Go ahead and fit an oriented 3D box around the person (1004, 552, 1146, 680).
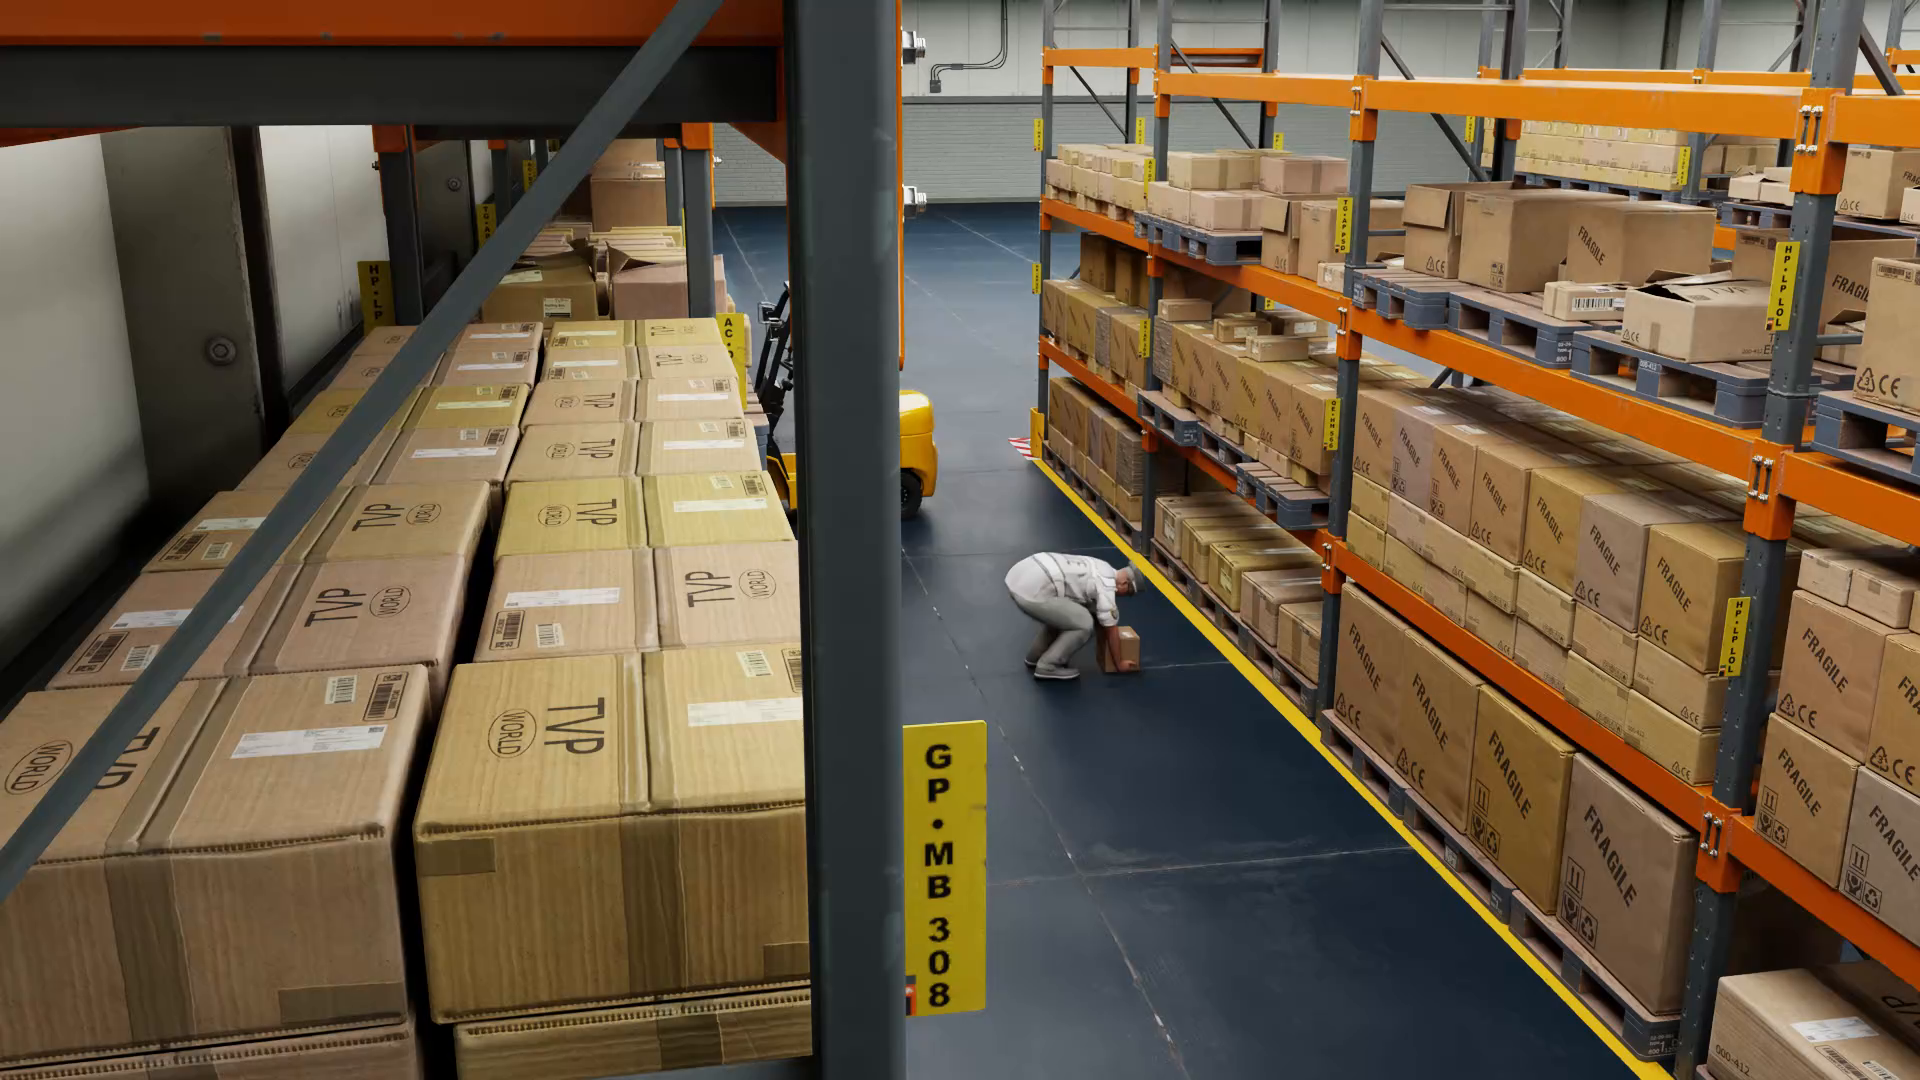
[{"bbox_3d":[0.833,0.518,11.851,1.030,0.890,0.545,-4,17,-12],"label":"person"}]
